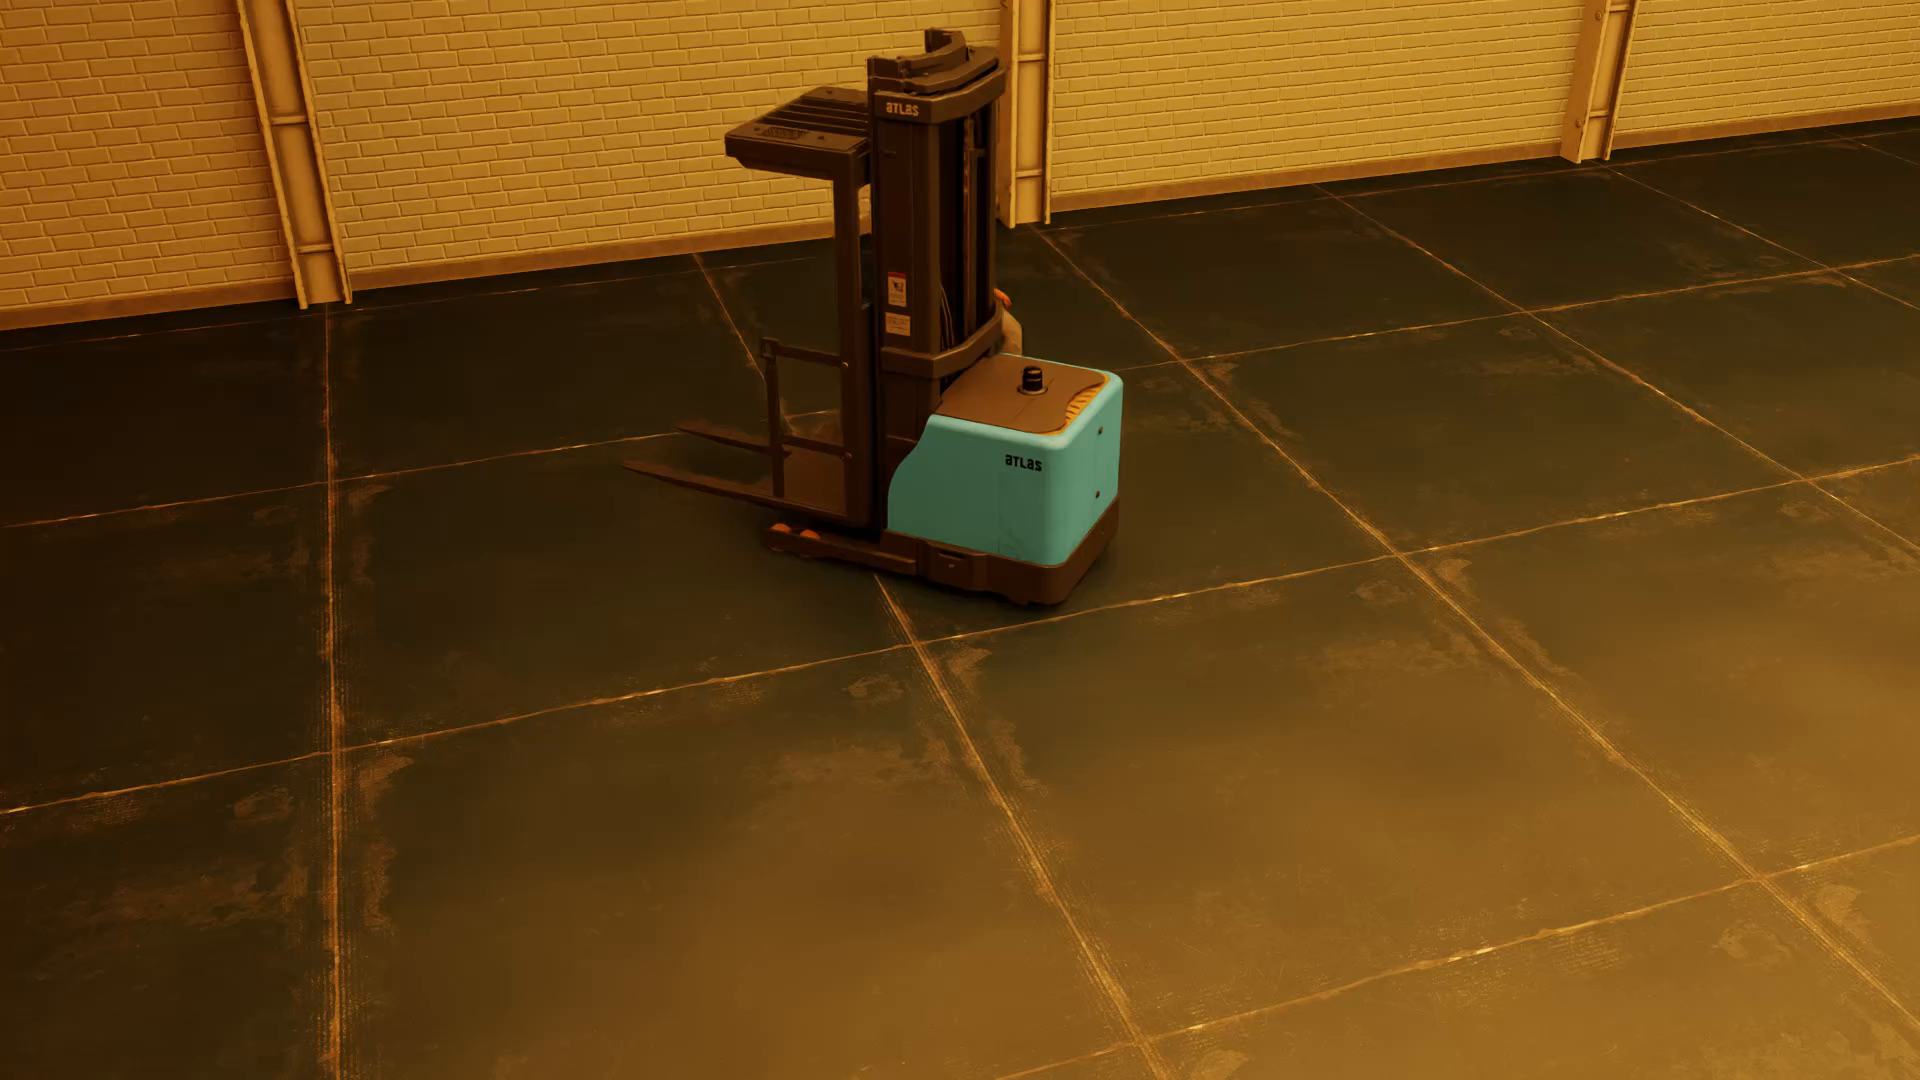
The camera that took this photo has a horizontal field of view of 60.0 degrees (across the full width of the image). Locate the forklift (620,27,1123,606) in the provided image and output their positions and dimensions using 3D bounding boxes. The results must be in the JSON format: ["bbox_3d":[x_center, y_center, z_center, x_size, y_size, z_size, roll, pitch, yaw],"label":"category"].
[{"bbox_3d":[-0.613,-1.384,9.493,3.031,2.935,1.130,13,32,21],"label":"forklift"}]

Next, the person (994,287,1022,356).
[{"bbox_3d":[0.081,-1.766,11.669,0.902,1.531,0.943,-6,30,-10],"label":"person"}]
